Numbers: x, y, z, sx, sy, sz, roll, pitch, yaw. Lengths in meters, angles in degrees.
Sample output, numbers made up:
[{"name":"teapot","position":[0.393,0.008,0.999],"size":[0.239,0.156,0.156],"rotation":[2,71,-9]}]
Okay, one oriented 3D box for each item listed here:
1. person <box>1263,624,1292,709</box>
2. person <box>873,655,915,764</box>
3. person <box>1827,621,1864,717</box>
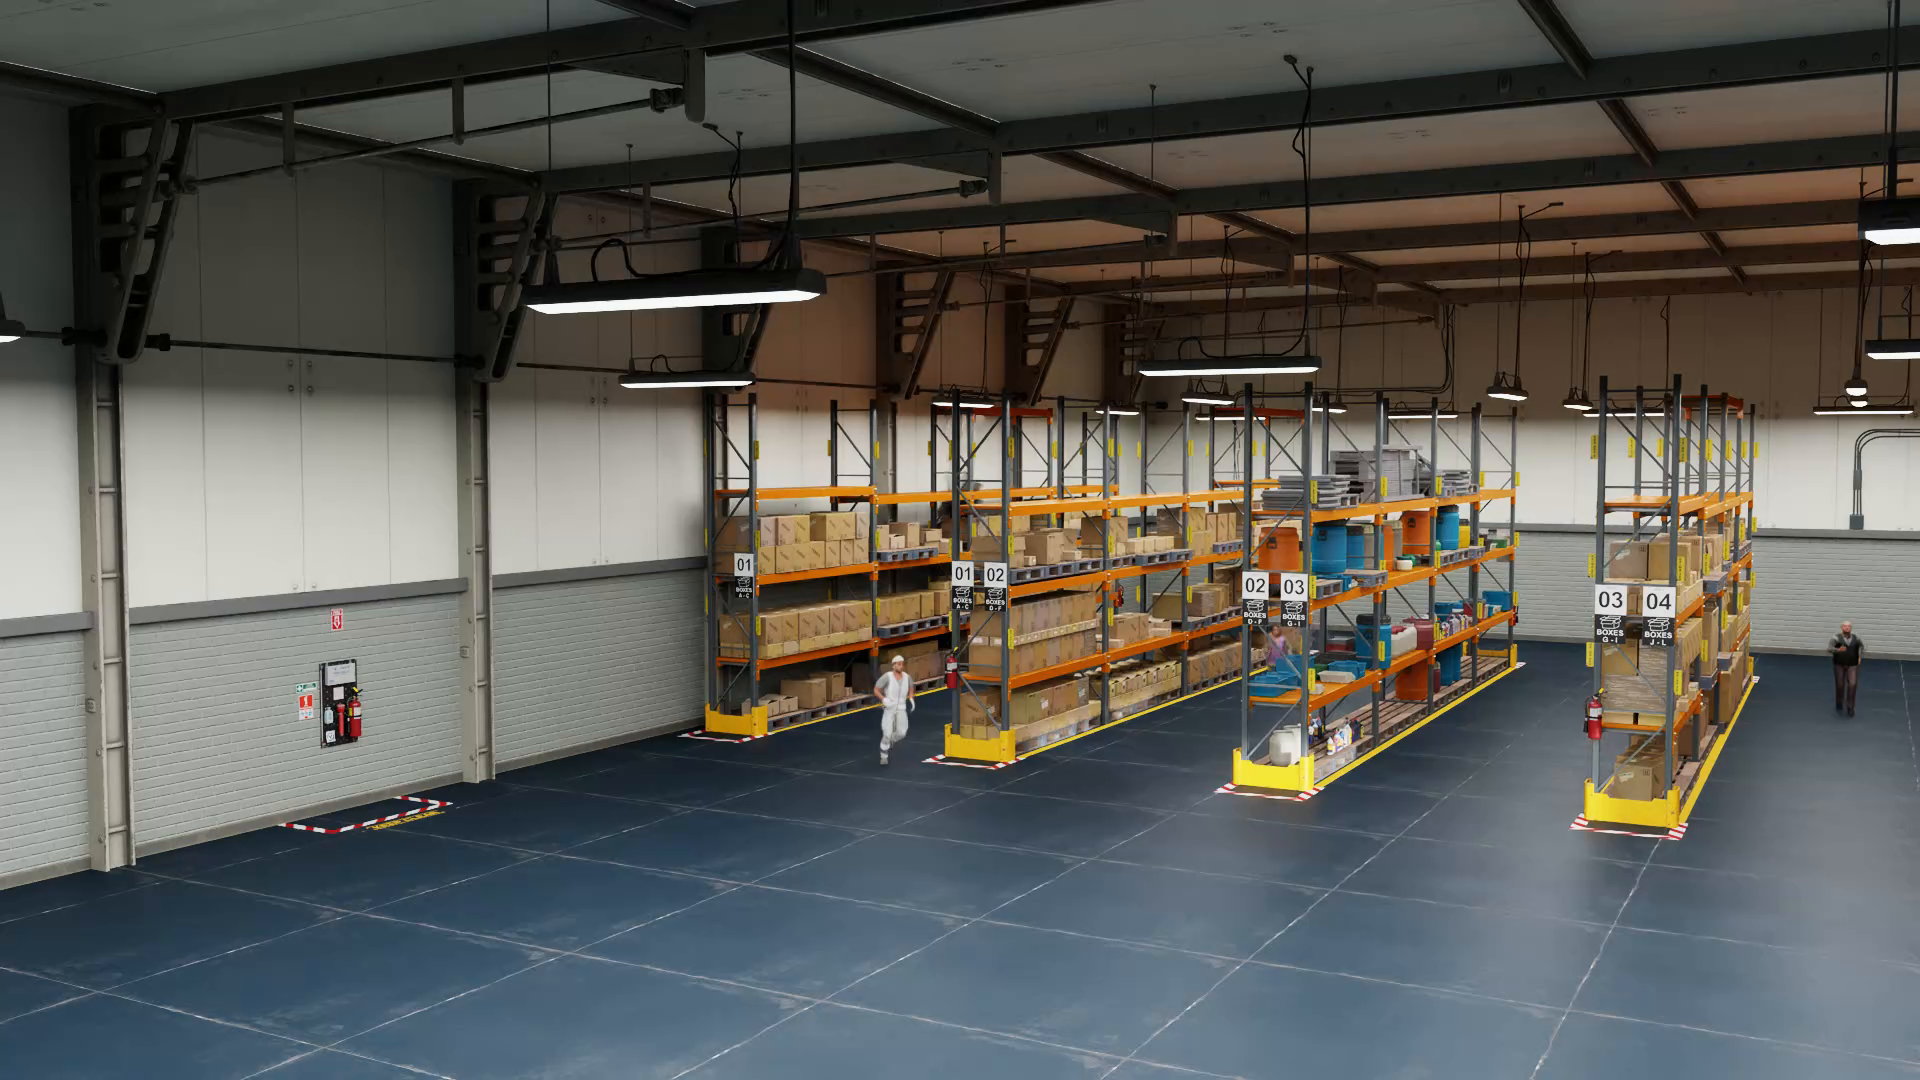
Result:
[{"name":"person","position":[6.152,2.505,32.336],"size":[0.514,1.537,0.653],"rotation":[1,3,24]},{"name":"person","position":[-1.019,2.706,26.580],"size":[0.761,1.727,0.542],"rotation":[-1,3,-24]},{"name":"person","position":[16.803,2.417,31.546],"size":[0.646,1.754,0.801],"rotation":[1,3,22]}]
